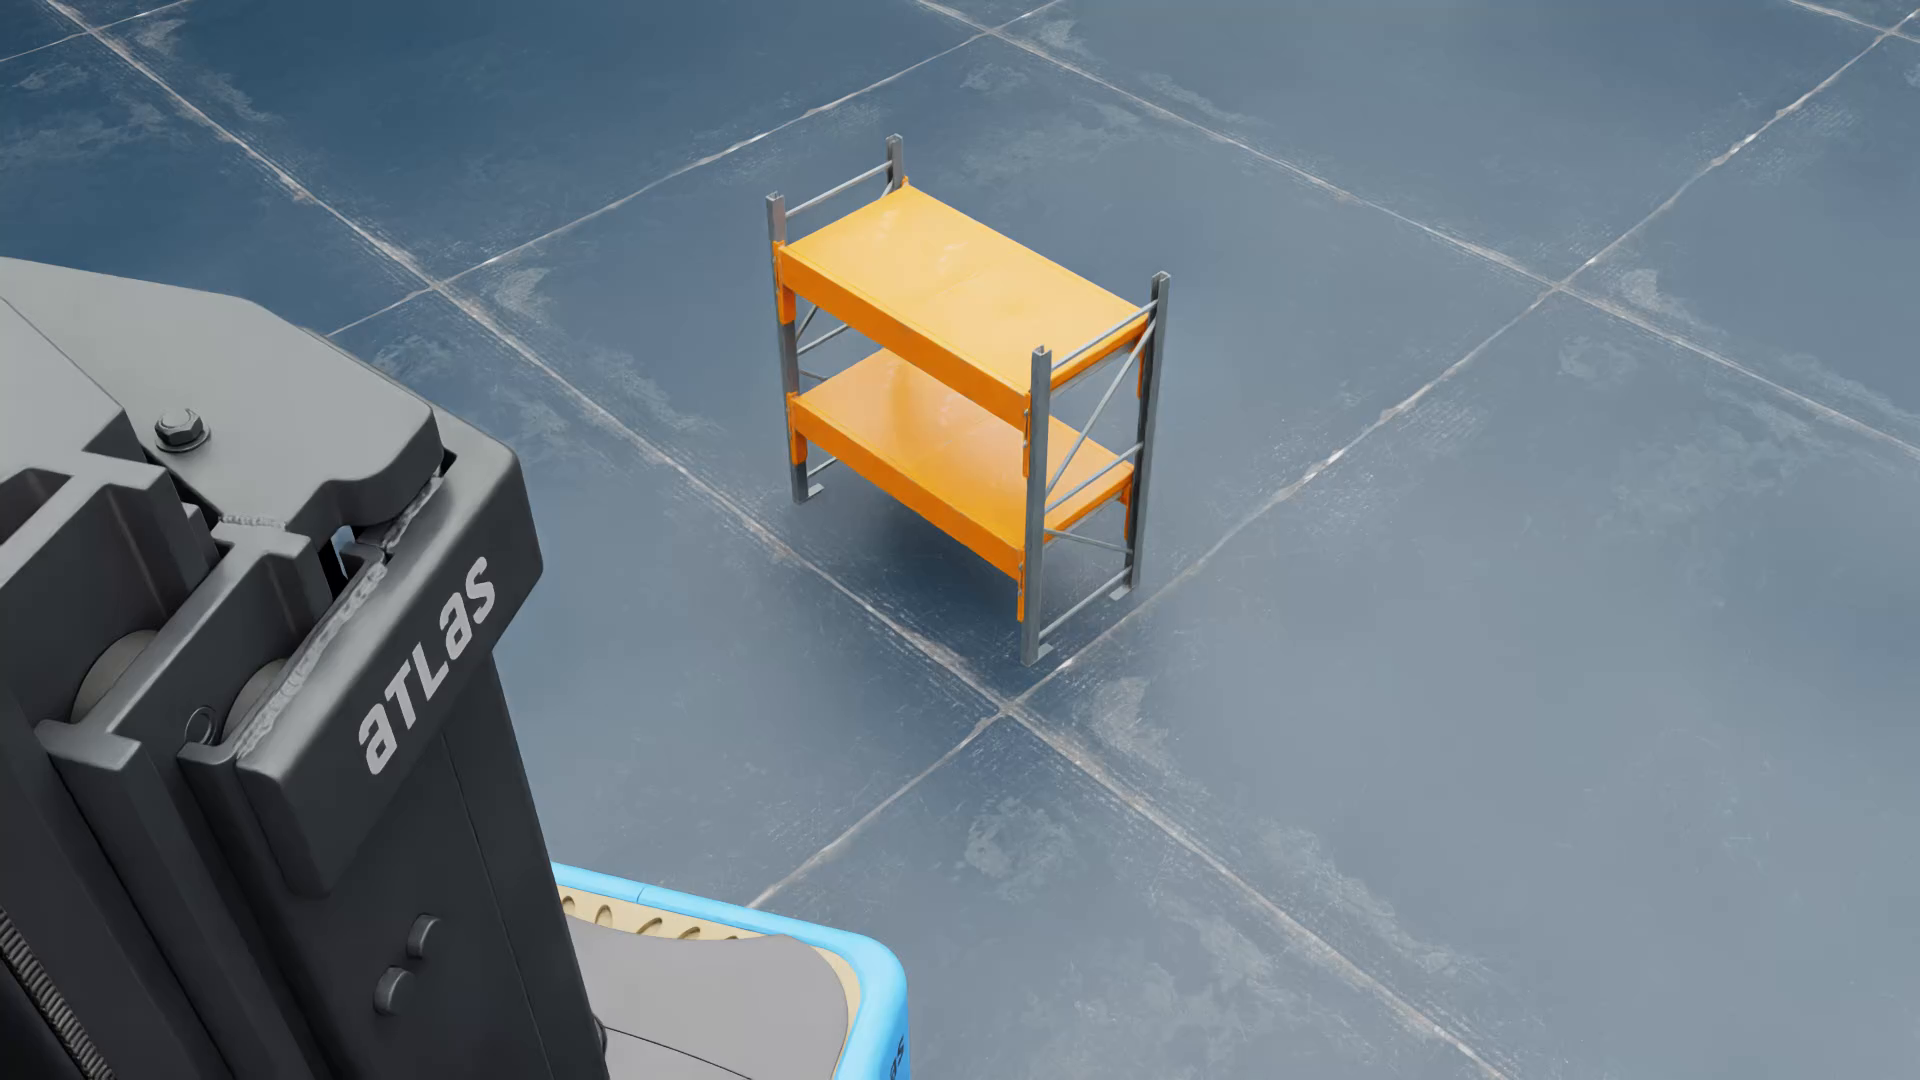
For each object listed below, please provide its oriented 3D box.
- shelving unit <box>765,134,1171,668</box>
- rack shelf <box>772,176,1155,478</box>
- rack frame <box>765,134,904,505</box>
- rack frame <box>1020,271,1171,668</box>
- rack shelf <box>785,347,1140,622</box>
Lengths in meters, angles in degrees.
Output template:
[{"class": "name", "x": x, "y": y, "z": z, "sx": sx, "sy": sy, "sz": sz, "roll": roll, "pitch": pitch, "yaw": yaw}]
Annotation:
[{"class": "shelving unit", "x": 0.005, "y": -0.410, "z": 4.865, "sx": 0.538, "sy": 1.125, "sz": 1.048, "roll": -34, "pitch": 53, "yaw": -31}, {"class": "rack shelf", "x": 0.005, "y": -0.625, "z": 4.666, "sx": 0.538, "sy": 0.278, "sz": 1.000, "roll": -34, "pitch": 53, "yaw": -31}, {"class": "rack frame", "x": -0.354, "y": -0.654, "z": 5.129, "sx": 0.500, "sy": 1.125, "sz": 0.032, "roll": -34, "pitch": 53, "yaw": -31}, {"class": "rack frame", "x": 0.364, "y": -0.166, "z": 4.600, "sx": 0.500, "sy": 1.125, "sz": 0.032, "roll": -34, "pitch": 53, "yaw": -31}, {"class": "rack shelf", "x": 0.005, "y": -0.230, "z": 5.031, "sx": 0.538, "sy": 0.278, "sz": 1.000, "roll": -34, "pitch": 53, "yaw": -31}]
